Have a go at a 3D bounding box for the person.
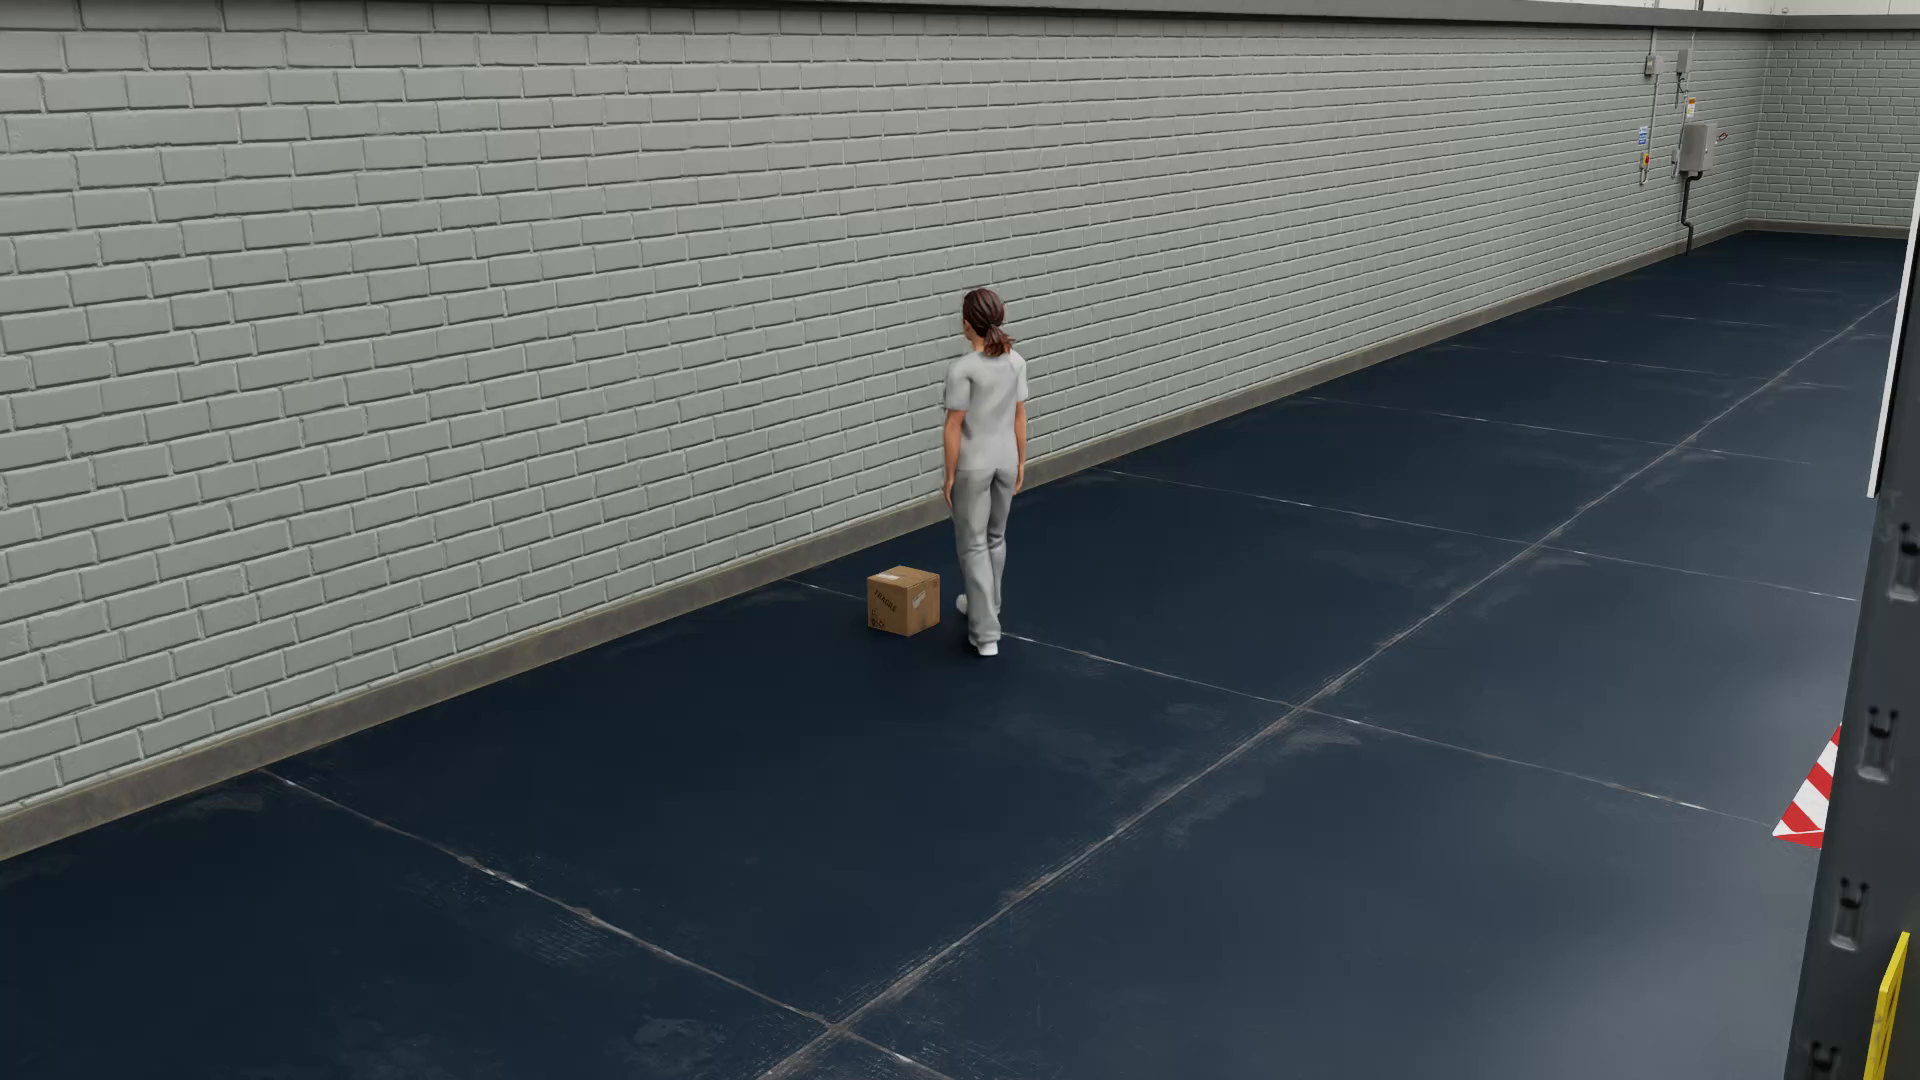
[{"bbox_3d":[0.032,-0.341,7.672,0.448,1.666,0.621,-11,20,-32],"label":"person"}]
